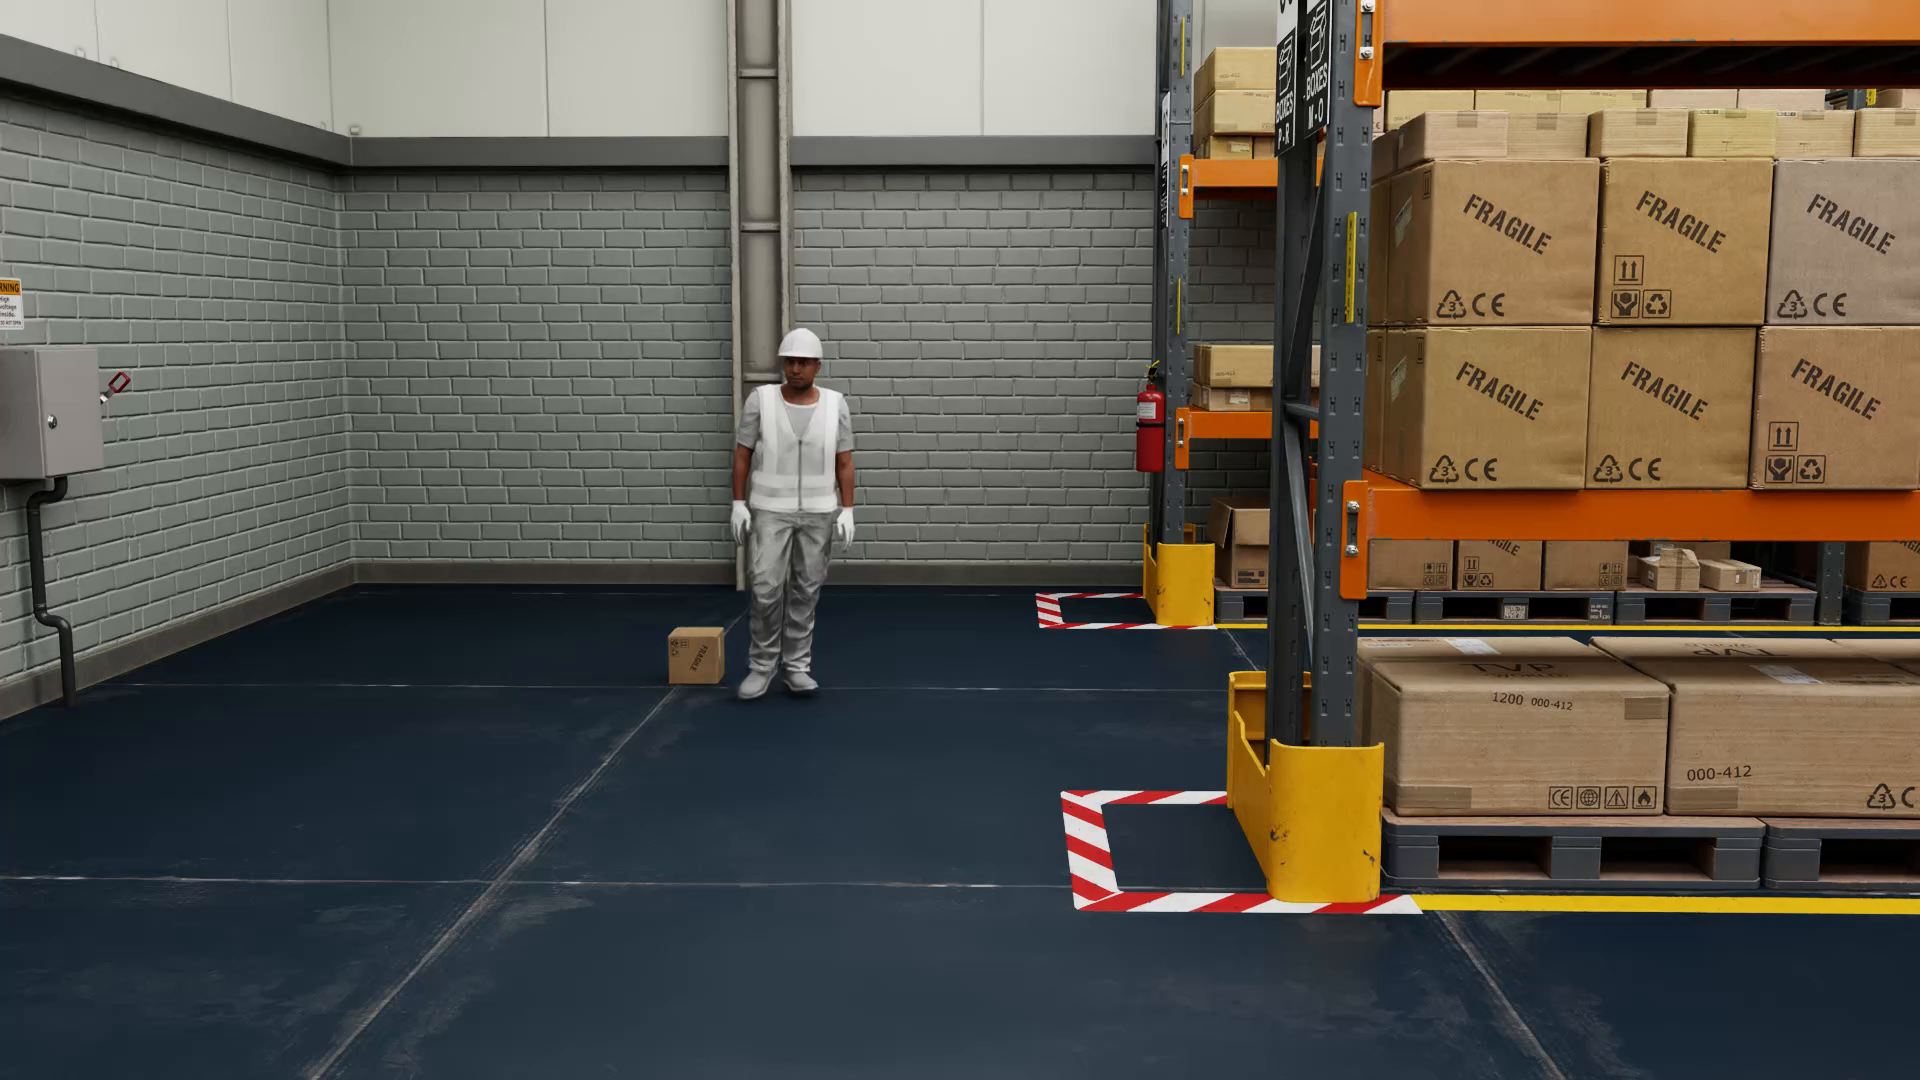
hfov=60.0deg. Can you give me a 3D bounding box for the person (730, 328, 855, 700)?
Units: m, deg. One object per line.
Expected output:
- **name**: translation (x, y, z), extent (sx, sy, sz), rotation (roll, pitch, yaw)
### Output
- **person**: translation (-0.804, -0.130, 8.033), extent (0.592, 1.771, 0.462), rotation (-2, 8, -19)
